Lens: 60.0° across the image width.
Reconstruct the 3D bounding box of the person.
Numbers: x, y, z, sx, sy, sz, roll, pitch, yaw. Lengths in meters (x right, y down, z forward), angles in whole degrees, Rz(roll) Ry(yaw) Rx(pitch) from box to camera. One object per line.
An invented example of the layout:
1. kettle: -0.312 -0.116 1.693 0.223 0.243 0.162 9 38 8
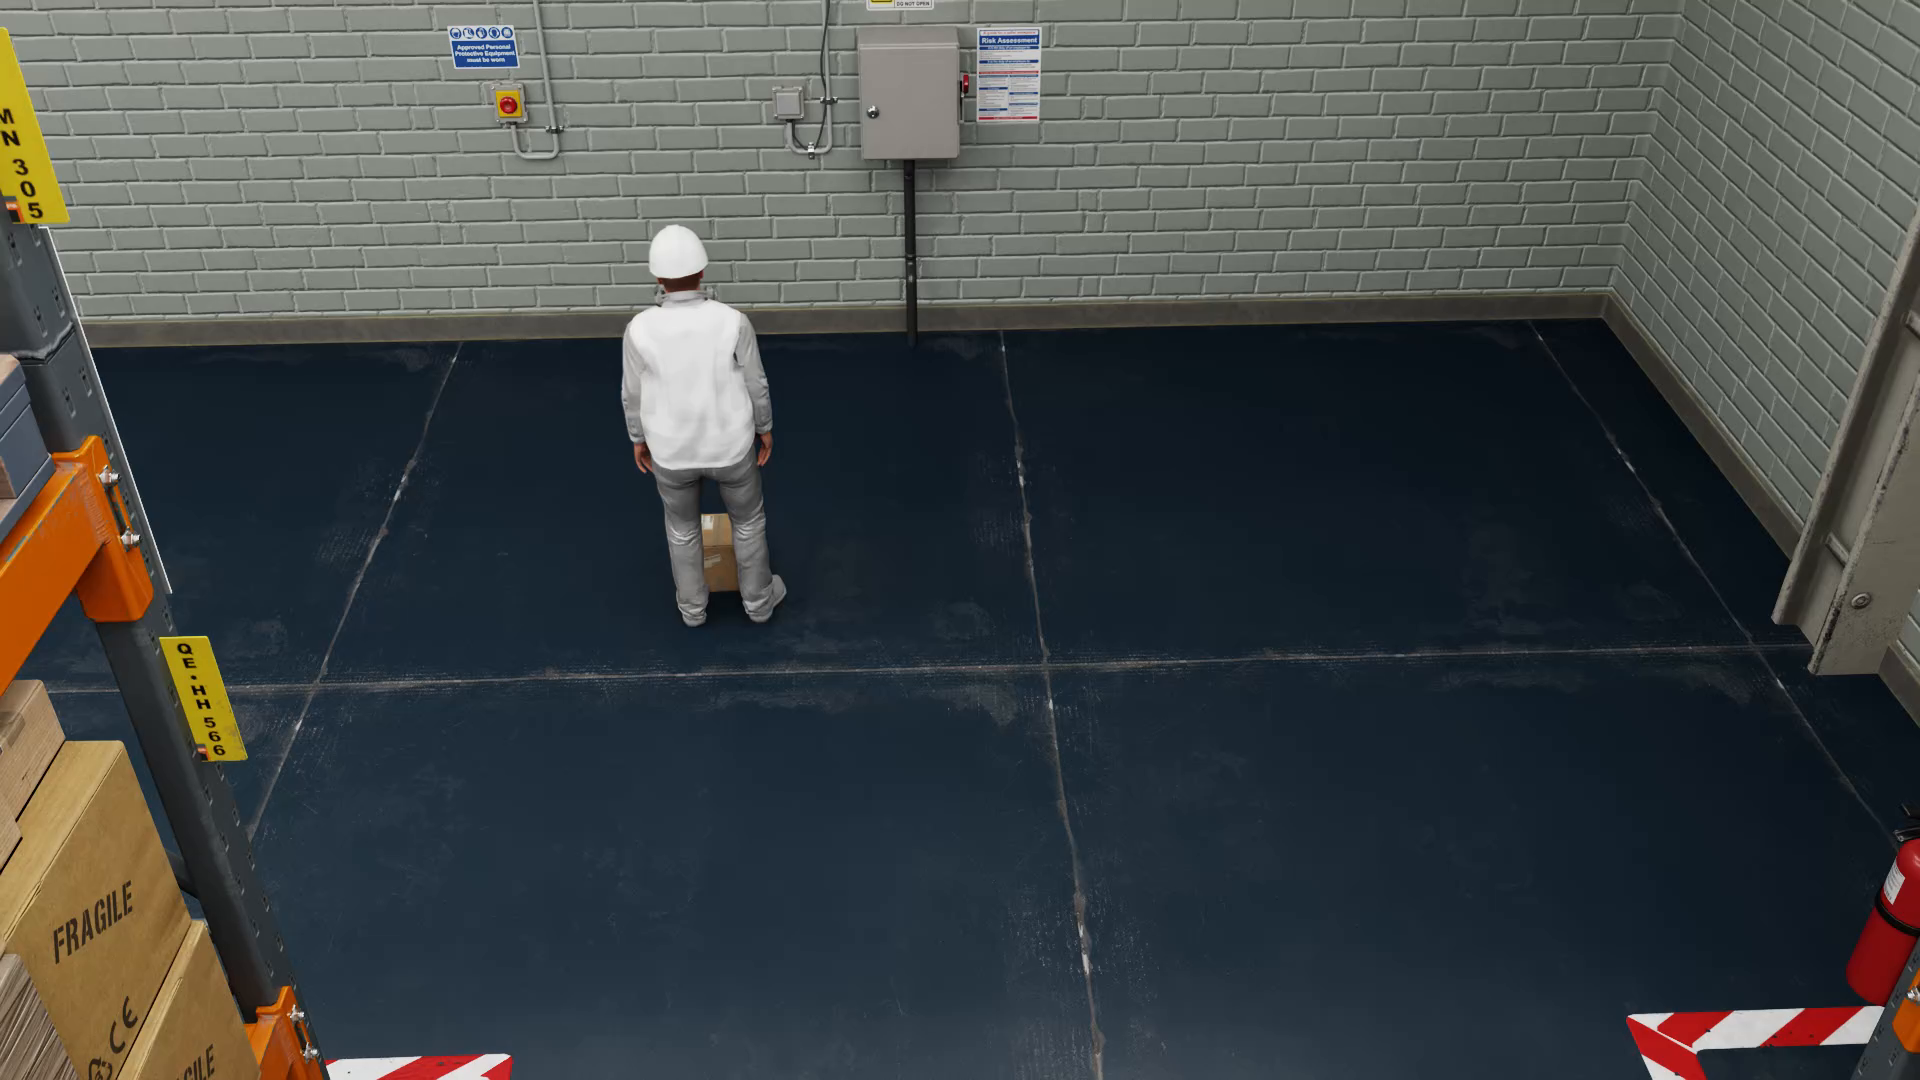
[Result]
1. person: -1.044 -0.417 6.718 0.584 1.770 0.463 -3 35 -5
